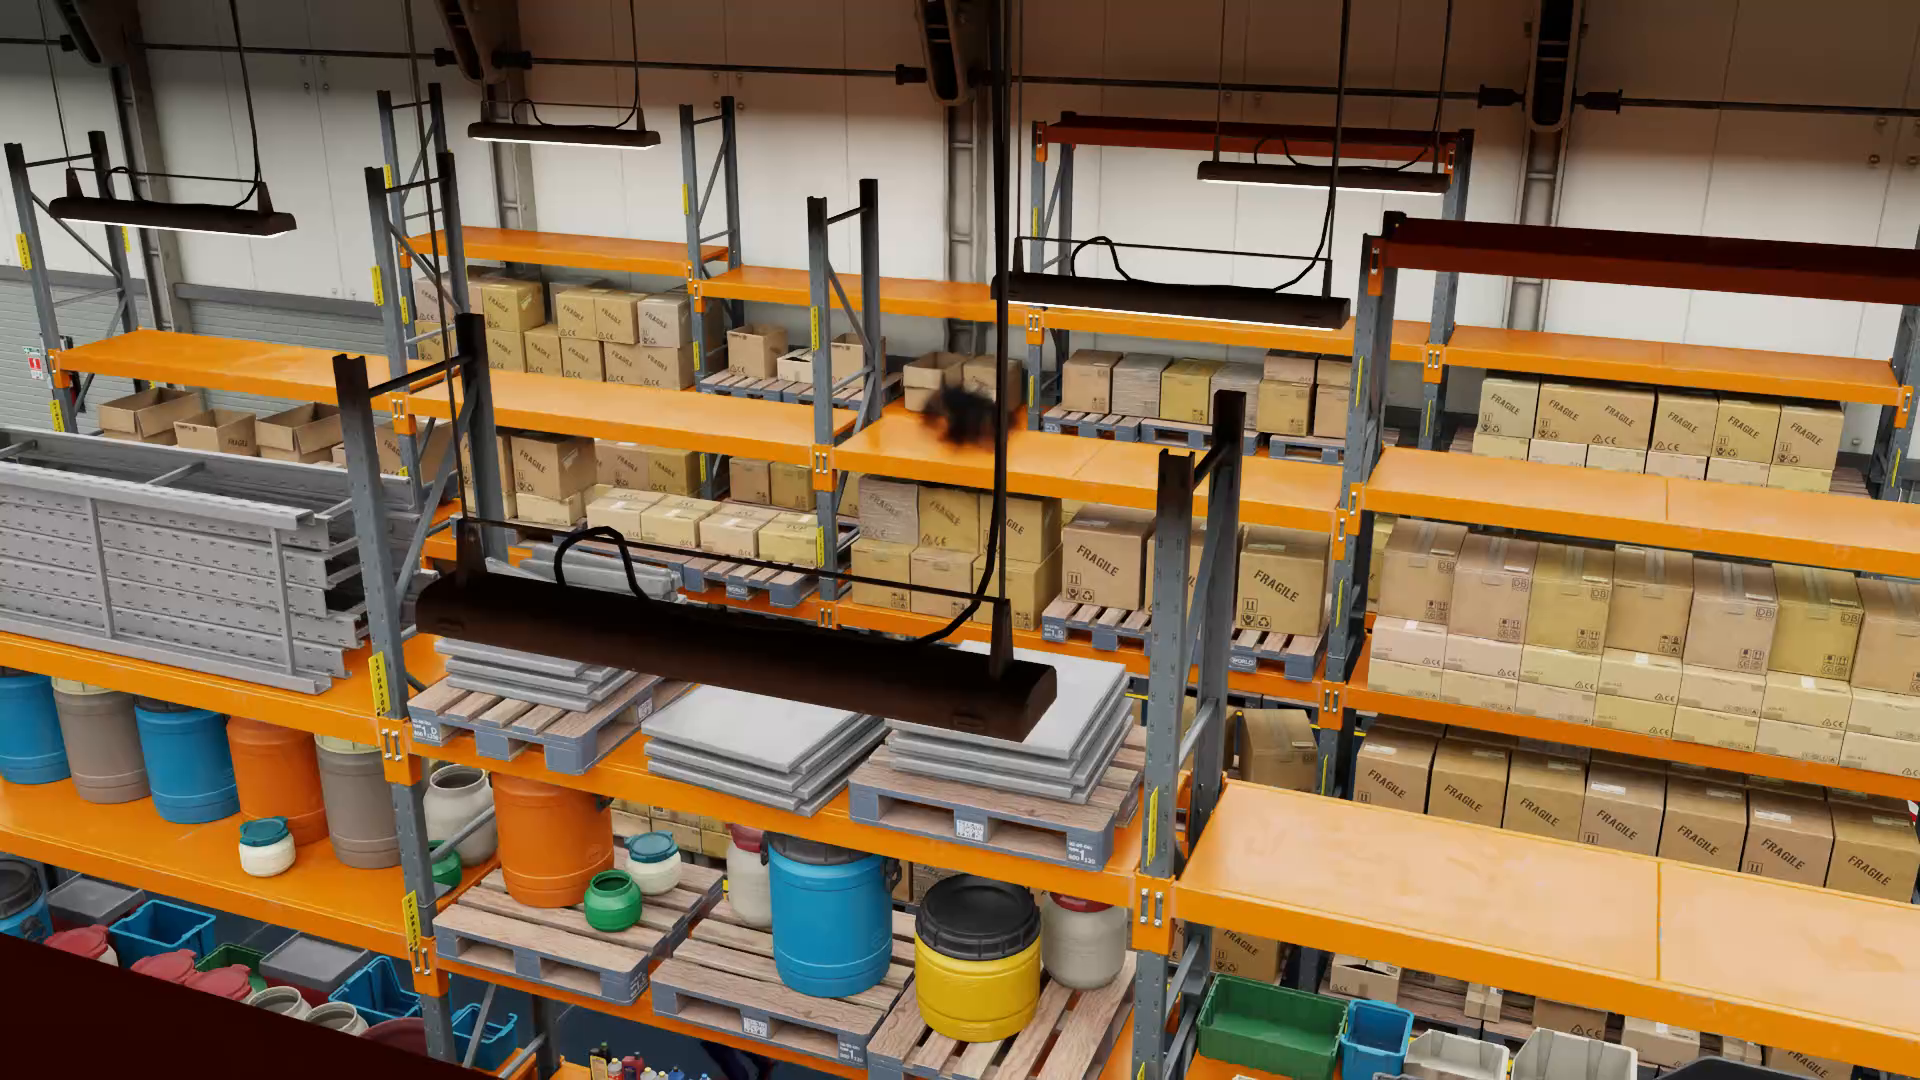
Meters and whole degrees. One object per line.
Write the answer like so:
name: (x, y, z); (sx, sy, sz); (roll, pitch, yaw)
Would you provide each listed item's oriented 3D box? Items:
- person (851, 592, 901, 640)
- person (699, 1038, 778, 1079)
person: (-0.725, 0.924, 16.811); (0.723, 1.890, 0.631); (6, 22, 15)
person: (-1.536, 3.089, 11.309); (0.511, 1.570, 0.616); (10, 23, 24)
